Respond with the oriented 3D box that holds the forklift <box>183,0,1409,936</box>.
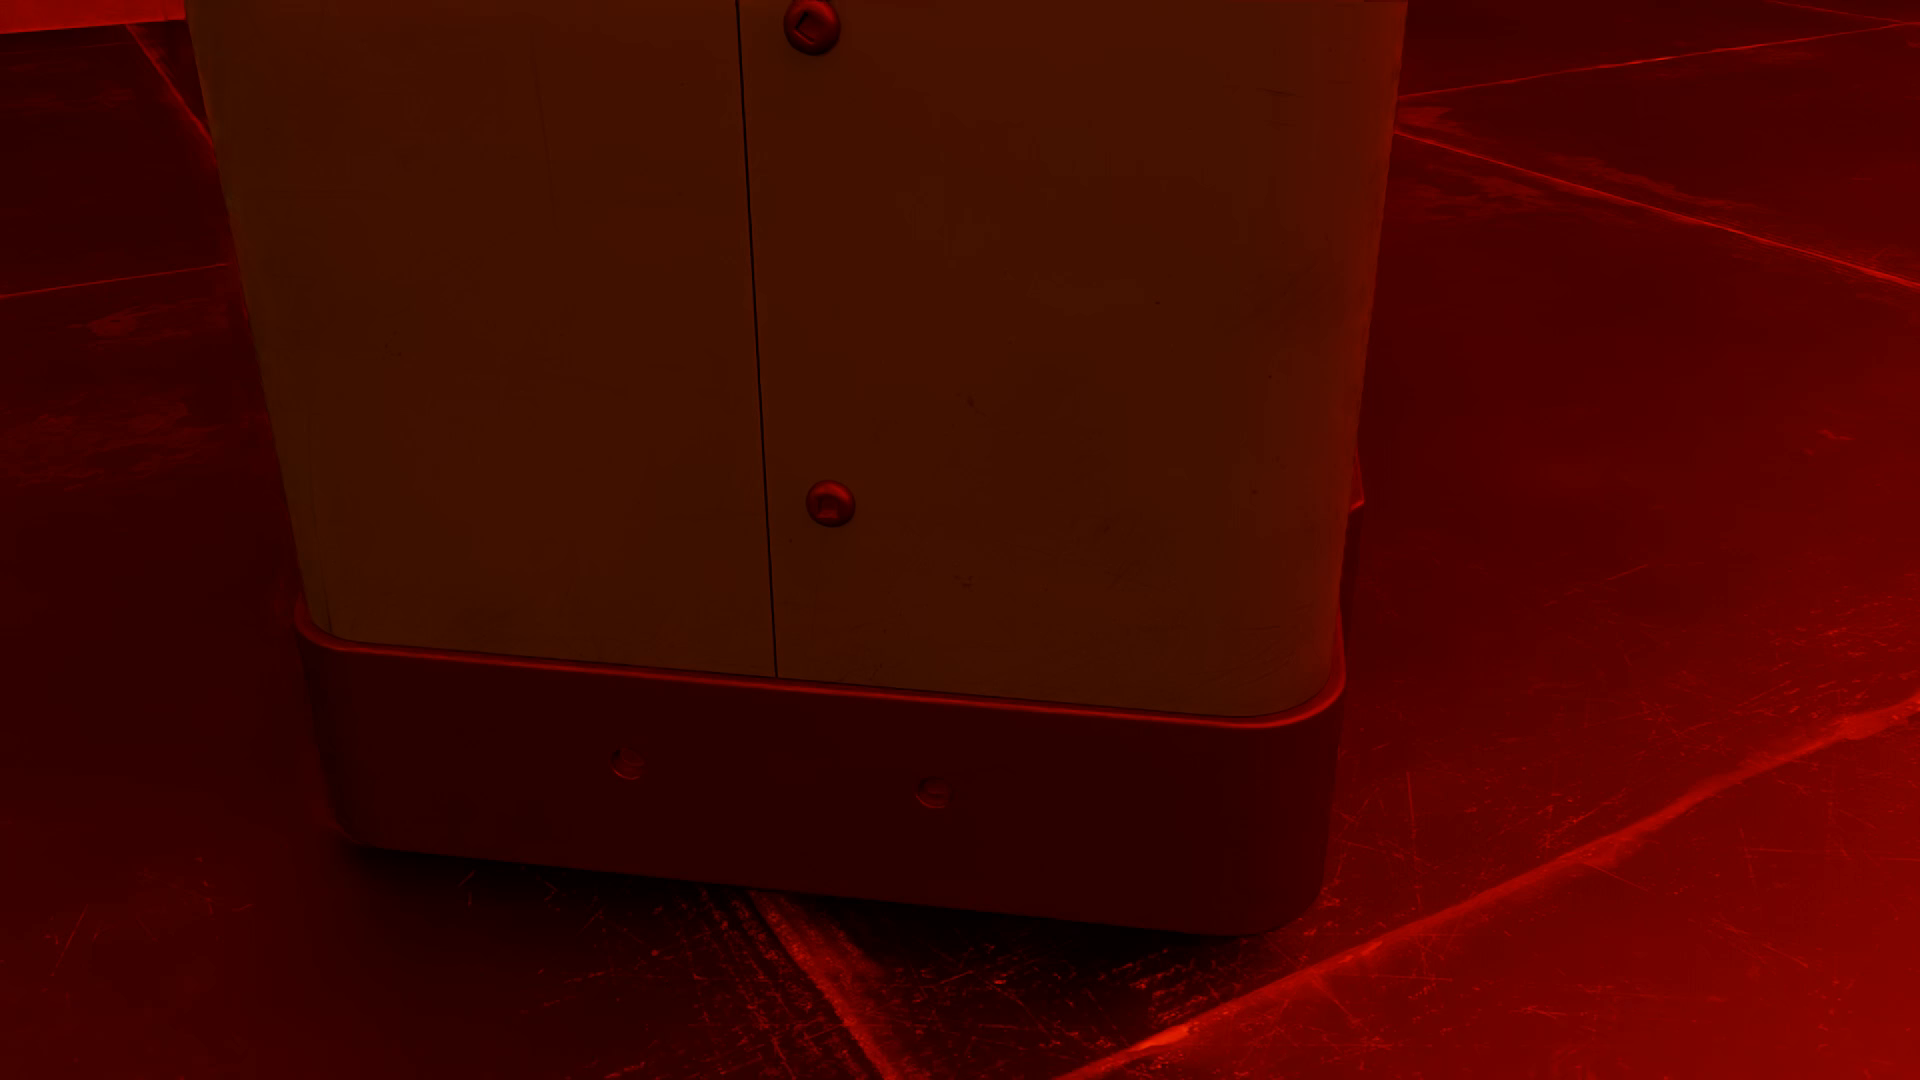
[{"bbox_3d":[0.068,-1.570,2.355,1.130,2.935,3.031,4,27,8],"label":"forklift"}]
